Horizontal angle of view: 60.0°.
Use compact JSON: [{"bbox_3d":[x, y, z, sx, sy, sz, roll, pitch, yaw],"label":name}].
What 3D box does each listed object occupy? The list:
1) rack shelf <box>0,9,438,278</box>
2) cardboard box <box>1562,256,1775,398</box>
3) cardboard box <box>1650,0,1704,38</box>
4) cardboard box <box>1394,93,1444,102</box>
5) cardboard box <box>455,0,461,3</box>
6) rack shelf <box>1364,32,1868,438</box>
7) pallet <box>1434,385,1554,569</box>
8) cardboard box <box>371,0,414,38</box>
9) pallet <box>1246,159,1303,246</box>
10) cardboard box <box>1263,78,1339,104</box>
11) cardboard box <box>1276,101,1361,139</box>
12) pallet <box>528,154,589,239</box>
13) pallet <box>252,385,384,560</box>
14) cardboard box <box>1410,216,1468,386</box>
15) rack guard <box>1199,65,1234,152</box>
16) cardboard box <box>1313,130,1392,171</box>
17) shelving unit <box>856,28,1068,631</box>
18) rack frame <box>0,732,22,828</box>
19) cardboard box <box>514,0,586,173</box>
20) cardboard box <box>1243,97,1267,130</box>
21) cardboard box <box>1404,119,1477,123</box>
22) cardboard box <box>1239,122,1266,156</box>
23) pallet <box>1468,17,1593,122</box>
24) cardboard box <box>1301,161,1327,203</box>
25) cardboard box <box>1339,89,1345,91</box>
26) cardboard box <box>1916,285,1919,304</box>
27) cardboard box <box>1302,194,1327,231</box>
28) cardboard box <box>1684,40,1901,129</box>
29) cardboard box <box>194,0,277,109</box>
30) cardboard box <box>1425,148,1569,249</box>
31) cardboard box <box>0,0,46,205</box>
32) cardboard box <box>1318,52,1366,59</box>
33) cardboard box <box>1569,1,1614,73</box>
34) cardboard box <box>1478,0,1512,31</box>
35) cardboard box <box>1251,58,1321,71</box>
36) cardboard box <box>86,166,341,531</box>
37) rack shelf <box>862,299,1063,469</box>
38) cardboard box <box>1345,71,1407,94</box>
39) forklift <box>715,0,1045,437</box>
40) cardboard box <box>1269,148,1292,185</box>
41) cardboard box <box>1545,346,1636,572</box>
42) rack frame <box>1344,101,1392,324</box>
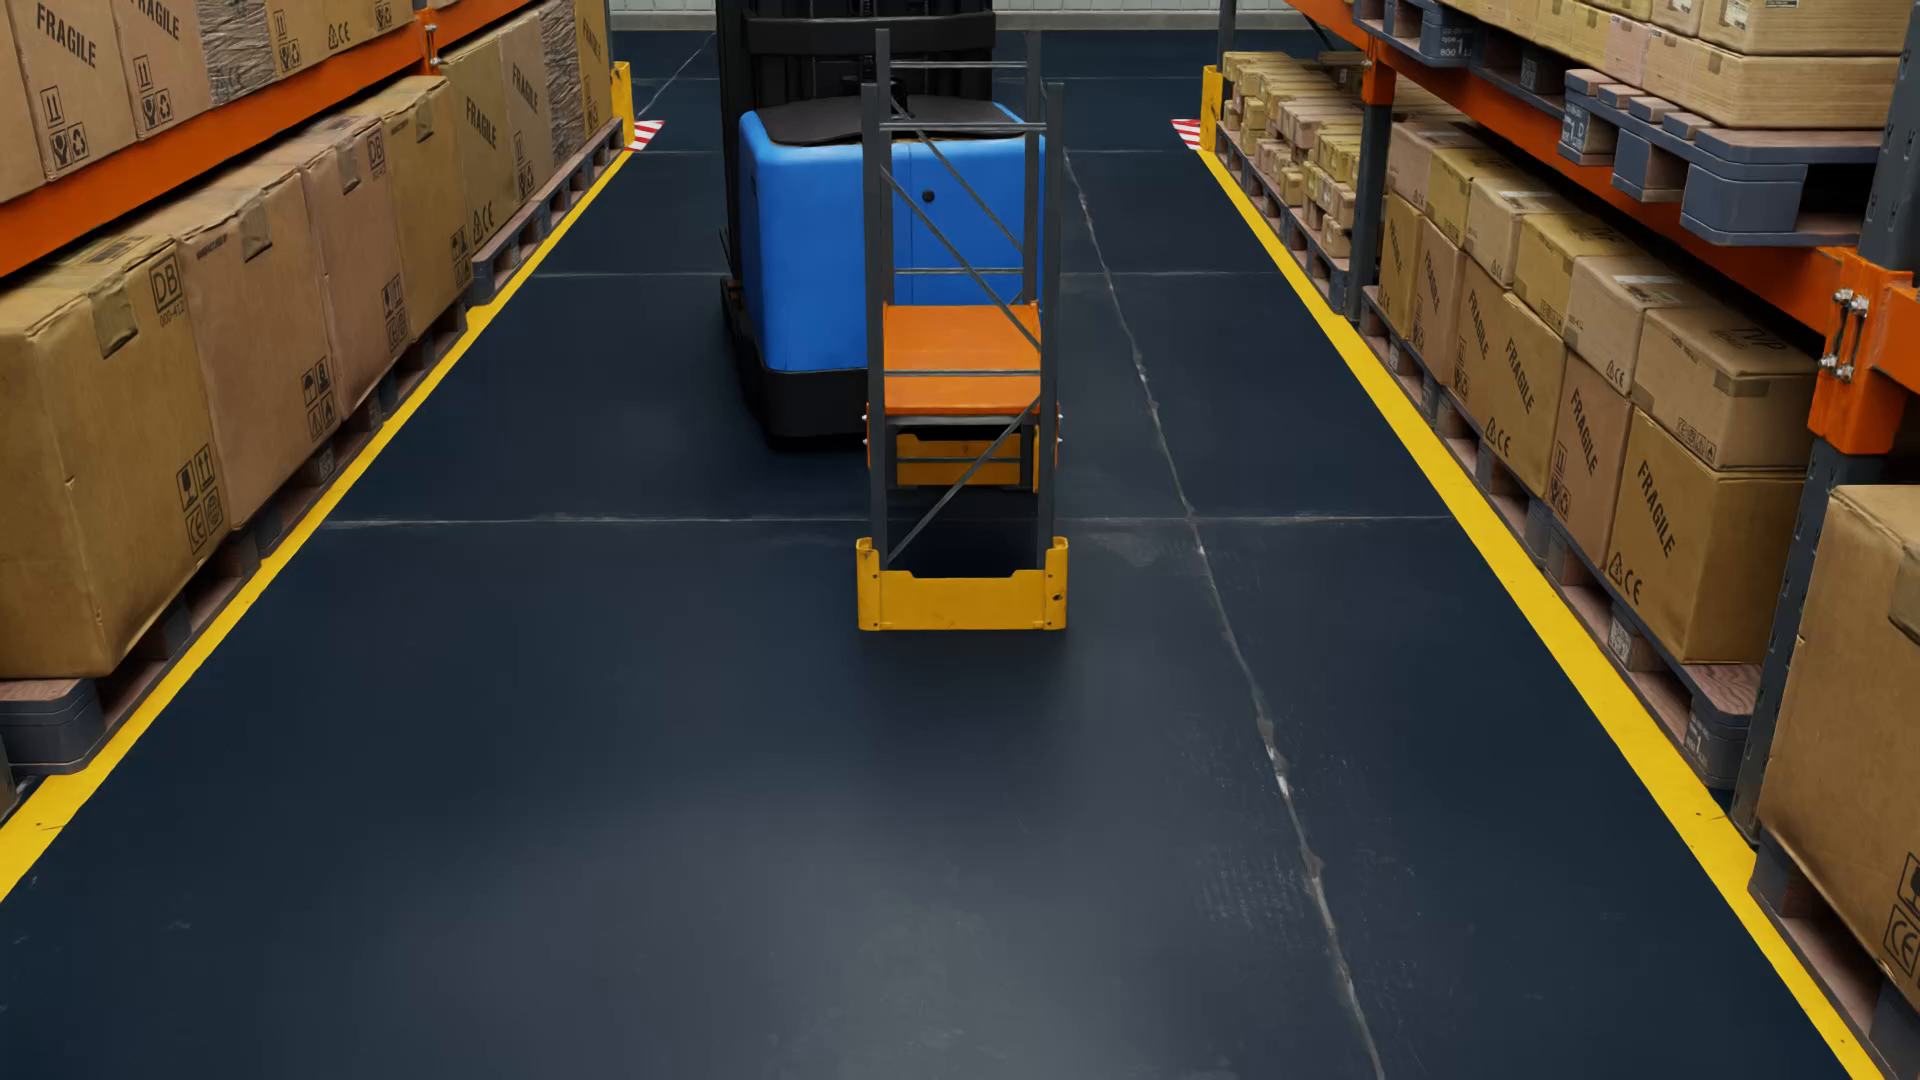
[{"bbox_3d":[-2.713,-1.218,5.176,1.077,0.370,4.000,0,24,-1],"label":"rack shelf"},{"bbox_3d":[1.983,-0.585,4.517,0.500,0.250,0.500,0,24,0],"label":"cardboard box"},{"bbox_3d":[1.804,-1.226,3.755,0.380,0.149,0.250,1,24,1],"label":"cardboard box"},{"bbox_3d":[2.438,-2.301,8.925,0.380,0.149,0.250,0,24,0],"label":"cardboard box"},{"bbox_3d":[-2.409,-2.487,7.414,0.380,0.149,0.250,-1,24,-2],"label":"cardboard box"},{"bbox_3d":[2.247,-1.199,5.133,1.077,0.370,4.000,0,24,-1],"label":"rack shelf"},{"bbox_3d":[2.252,-0.255,5.558,1.003,0.211,1.213,0,24,-1],"label":"pallet"},{"bbox_3d":[-2.457,-2.224,6.406,0.500,0.500,0.500,0,24,0],"label":"cardboard box"},{"bbox_3d":[2.167,-1.860,9.107,1.003,0.211,1.213,0,24,-1],"label":"pallet"},{"bbox_3d":[1.925,-2.511,9.390,0.380,0.149,0.250,1,24,2],"label":"cardboard box"},{"bbox_3d":[1.874,-2.196,8.694,0.380,0.149,0.250,-1,24,-2],"label":"cardboard box"},{"bbox_3d":[-2.681,-1.917,9.232,1.003,0.211,1.213,0,24,-1],"label":"pallet"},{"bbox_3d":[-2.635,-0.278,5.608,1.003,0.211,1.213,0,24,-1],"label":"pallet"},{"bbox_3d":[1.976,-0.879,6.078,0.500,0.500,0.500,1,24,2],"label":"cardboard box"},{"bbox_3d":[2.183,-2.828,10.897,1.175,0.500,0.348,0,24,-1],"label":"rack guard"},{"bbox_3d":[1.909,-1.867,7.966,0.380,0.149,0.250,0,24,-1],"label":"cardboard box"},{"bbox_3d":[0.001,-0.652,4.871,0.587,1.500,1.083,0,24,-1],"label":"shelving unit"},{"bbox_3d":[-2.691,-0.722,3.205,1.000,3.000,0.127,0,24,-1],"label":"rack frame"},{"bbox_3d":[-2.682,-2.603,9.434,0.875,0.875,0.875,0,24,-1],"label":"cardboard box"},{"bbox_3d":[1.863,-2.490,9.704,0.380,0.149,0.250,0,24,1],"label":"cardboard box"},{"bbox_3d":[2.408,-1.982,8.220,0.380,0.149,0.250,-1,24,-2],"label":"cardboard box"},{"bbox_3d":[1.855,-2.358,9.774,0.380,0.149,0.250,0,24,0],"label":"cardboard box"},{"bbox_3d":[2.207,-1.430,5.005,1.003,0.211,1.213,0,24,-1],"label":"pallet"},{"bbox_3d":[1.868,-1.729,8.021,0.380,0.149,0.250,-1,24,-2],"label":"cardboard box"},{"bbox_3d":[2.422,-2.702,10.174,0.380,0.149,0.250,-1,24,-2],"label":"cardboard box"},{"bbox_3d":[2.004,-0.562,2.730,0.500,0.500,0.500,0,24,0],"label":"cardboard box"},{"bbox_3d":[1.894,-1.619,8.140,0.380,0.149,0.250,-1,24,-2],"label":"cardboard box"},{"bbox_3d":[1.804,-0.980,3.573,0.380,0.149,0.250,0,24,0],"label":"cardboard box"},{"bbox_3d":[-2.445,-1.598,5.022,0.500,0.500,0.500,0,24,0],"label":"cardboard box"},{"bbox_3d":[1.978,-1.219,5.920,0.500,0.250,0.500,0,24,1],"label":"cardboard box"},{"bbox_3d":[-2.425,-0.969,3.630,0.500,0.500,0.500,0,24,1],"label":"cardboard box"},{"bbox_3d":[2.441,-2.945,10.350,0.380,0.149,0.250,0,24,0],"label":"cardboard box"},{"bbox_3d":[1.801,-1.291,4.260,0.380,0.149,0.250,-1,24,-1],"label":"cardboard box"},{"bbox_3d":[1.789,-1.621,4.990,0.380,0.149,0.250,-1,24,-3],"label":"cardboard box"},{"bbox_3d":[1.971,-2.832,10.099,0.380,0.149,0.250,0,24,0],"label":"cardboard box"},{"bbox_3d":[-2.680,-0.597,4.998,1.225,0.875,0.875,0,24,0],"label":"cardboard box"},{"bbox_3d":[0.001,-0.484,4.937,0.538,0.185,1.000,0,24,-1],"label":"rack shelf"},{"bbox_3d":[2.456,-2.628,9.649,0.380,0.149,0.250,-1,24,-3],"label":"cardboard box"},{"bbox_3d":[-0.462,-2.279,6.731,1.130,2.935,3.031,-5,25,-10],"label":"forklift"},{"bbox_3d":[1.898,-2.036,9.063,0.380,0.149,0.250,0,24,-1],"label":"cardboard box"},{"bbox_3d":[1.999,-0.239,4.661,0.500,0.500,0.500,1,24,2],"label":"cardboard box"},{"bbox_3d":[2.226,-2.350,6.807,1.000,3.000,0.127,0,24,-1],"label":"rack frame"}]
